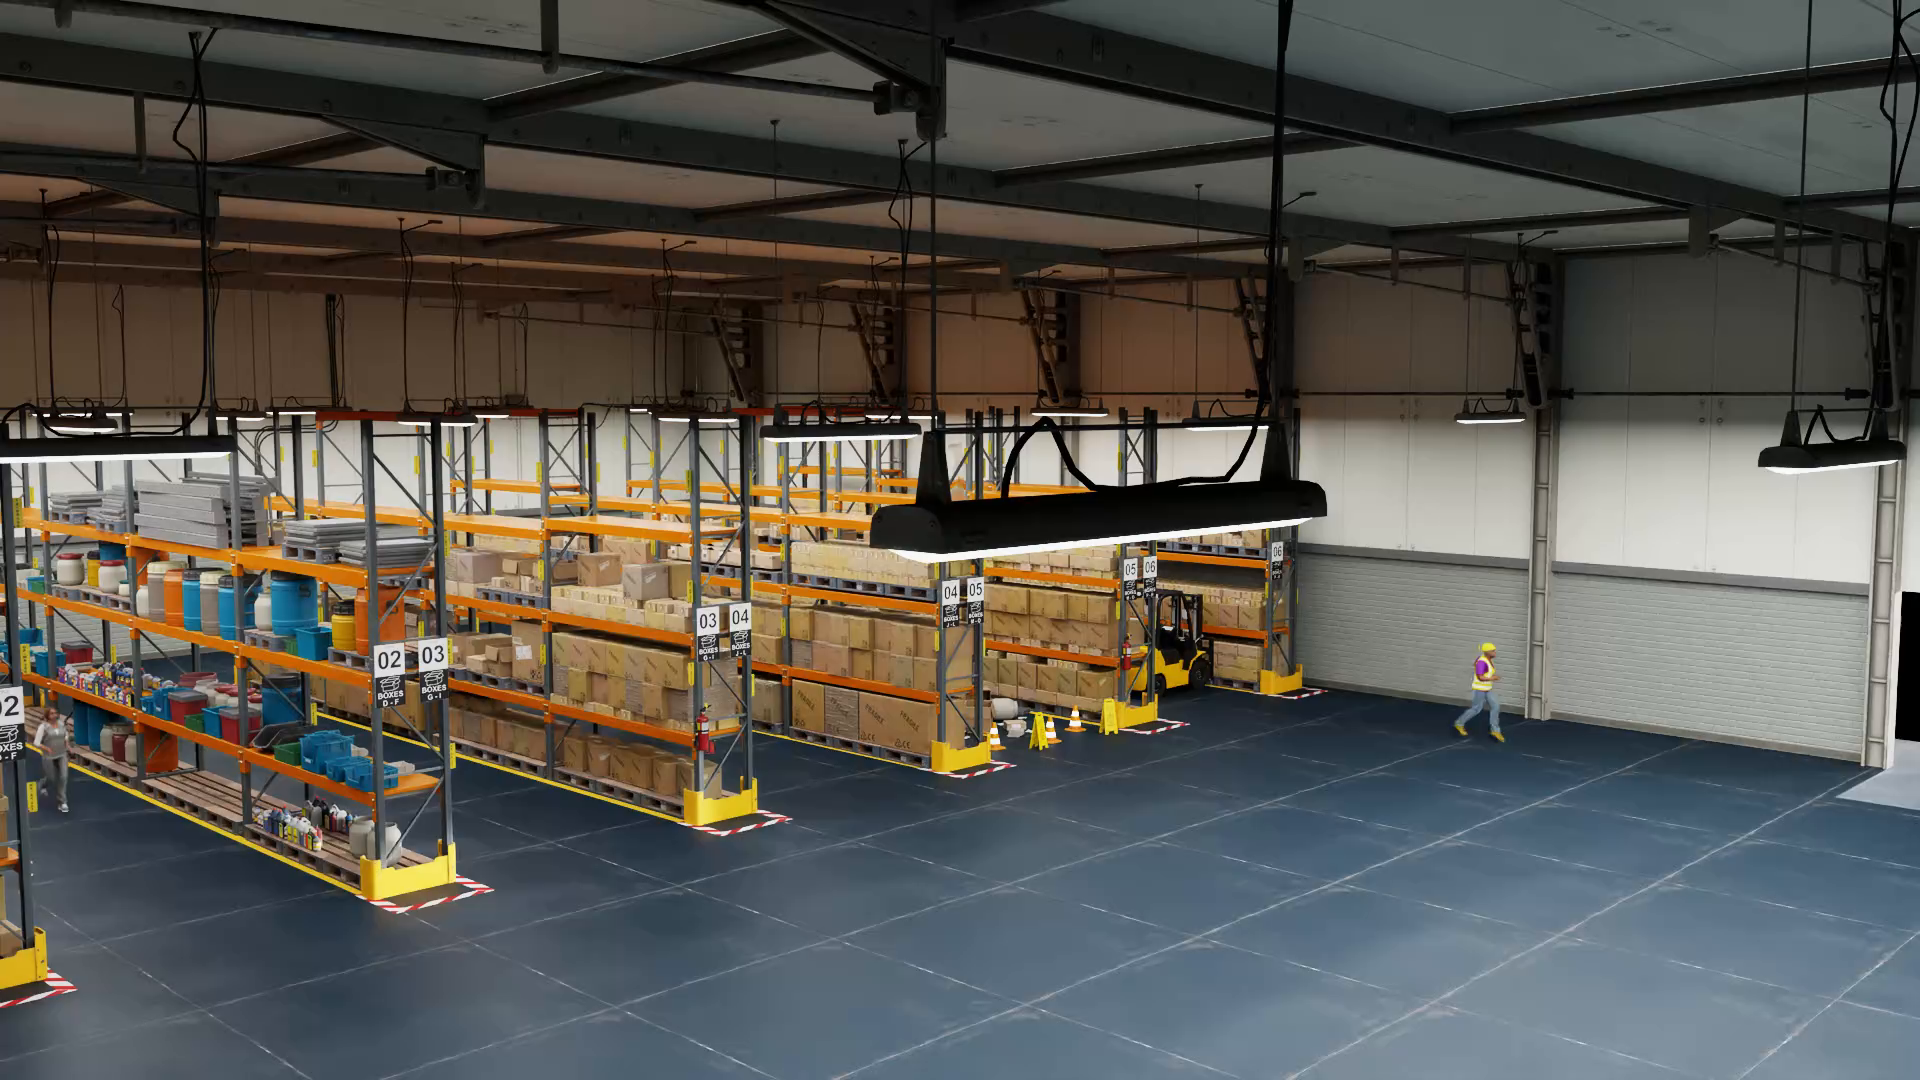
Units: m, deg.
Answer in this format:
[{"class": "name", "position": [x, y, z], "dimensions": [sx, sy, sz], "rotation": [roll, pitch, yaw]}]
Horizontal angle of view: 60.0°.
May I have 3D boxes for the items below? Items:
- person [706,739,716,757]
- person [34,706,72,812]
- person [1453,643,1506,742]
[{"class": "person", "position": [-4.259, 2.879, 29.083], "dimensions": [0.706, 1.803, 0.620], "rotation": [4, 7, 40]}, {"class": "person", "position": [-13.779, 3.354, 25.285], "dimensions": [0.813, 1.492, 0.546], "rotation": [4, 7, 39]}, {"class": "person", "position": [9.523, 2.765, 30.402], "dimensions": [0.958, 1.802, 0.729], "rotation": [3, 6, 32]}]
